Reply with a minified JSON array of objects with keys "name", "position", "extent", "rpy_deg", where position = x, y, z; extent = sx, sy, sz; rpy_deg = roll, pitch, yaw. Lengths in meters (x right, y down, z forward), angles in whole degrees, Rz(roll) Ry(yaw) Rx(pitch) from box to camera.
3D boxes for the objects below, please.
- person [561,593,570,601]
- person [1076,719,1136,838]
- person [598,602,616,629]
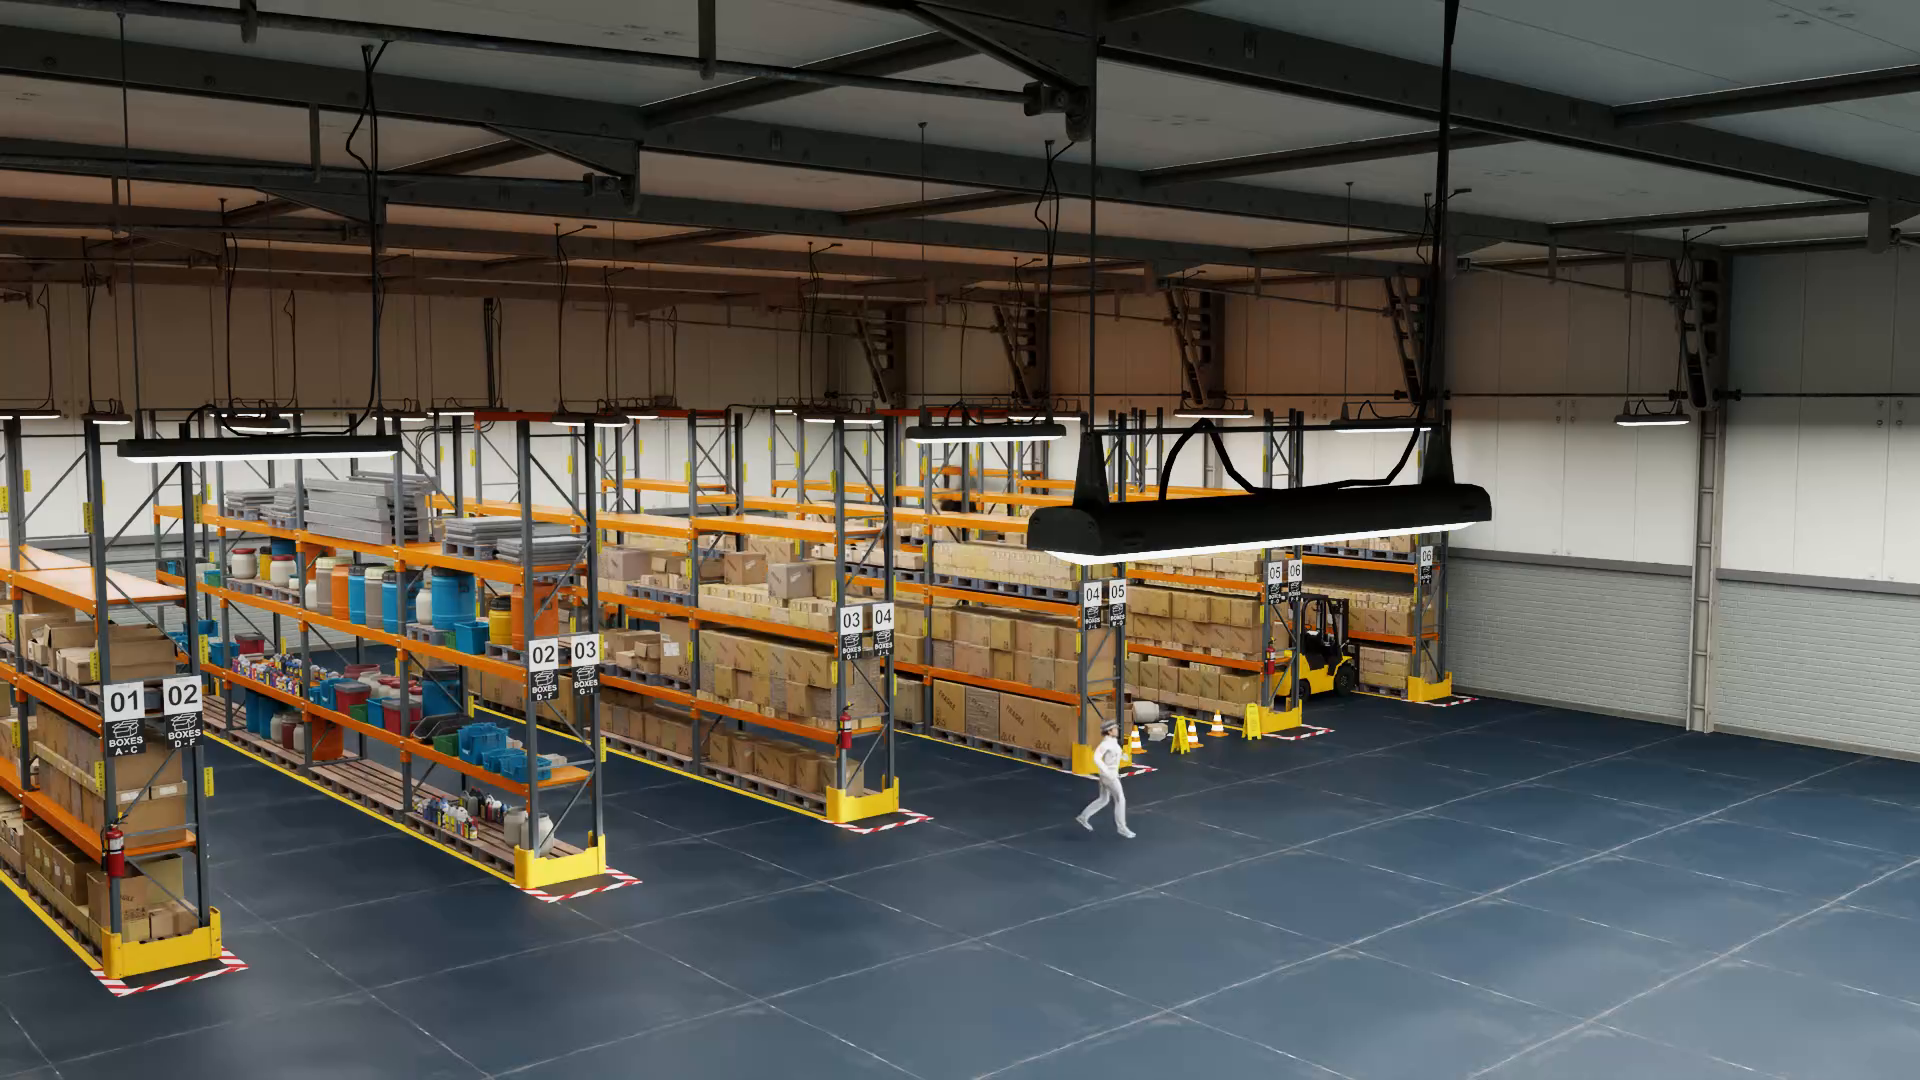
[{"name":"person","position":[-9.252,2.066,38.765],"extent":[0.750,1.748,0.817],"rpy_deg":[-1,5,-8]},{"name":"person","position":[2.096,3.396,23.811],"extent":[0.869,1.718,0.587],"rpy_deg":[0,5,2]},{"name":"person","position":[-8.788,1.873,41.296],"extent":[0.867,1.662,0.712],"rpy_deg":[0,5,1]}]
